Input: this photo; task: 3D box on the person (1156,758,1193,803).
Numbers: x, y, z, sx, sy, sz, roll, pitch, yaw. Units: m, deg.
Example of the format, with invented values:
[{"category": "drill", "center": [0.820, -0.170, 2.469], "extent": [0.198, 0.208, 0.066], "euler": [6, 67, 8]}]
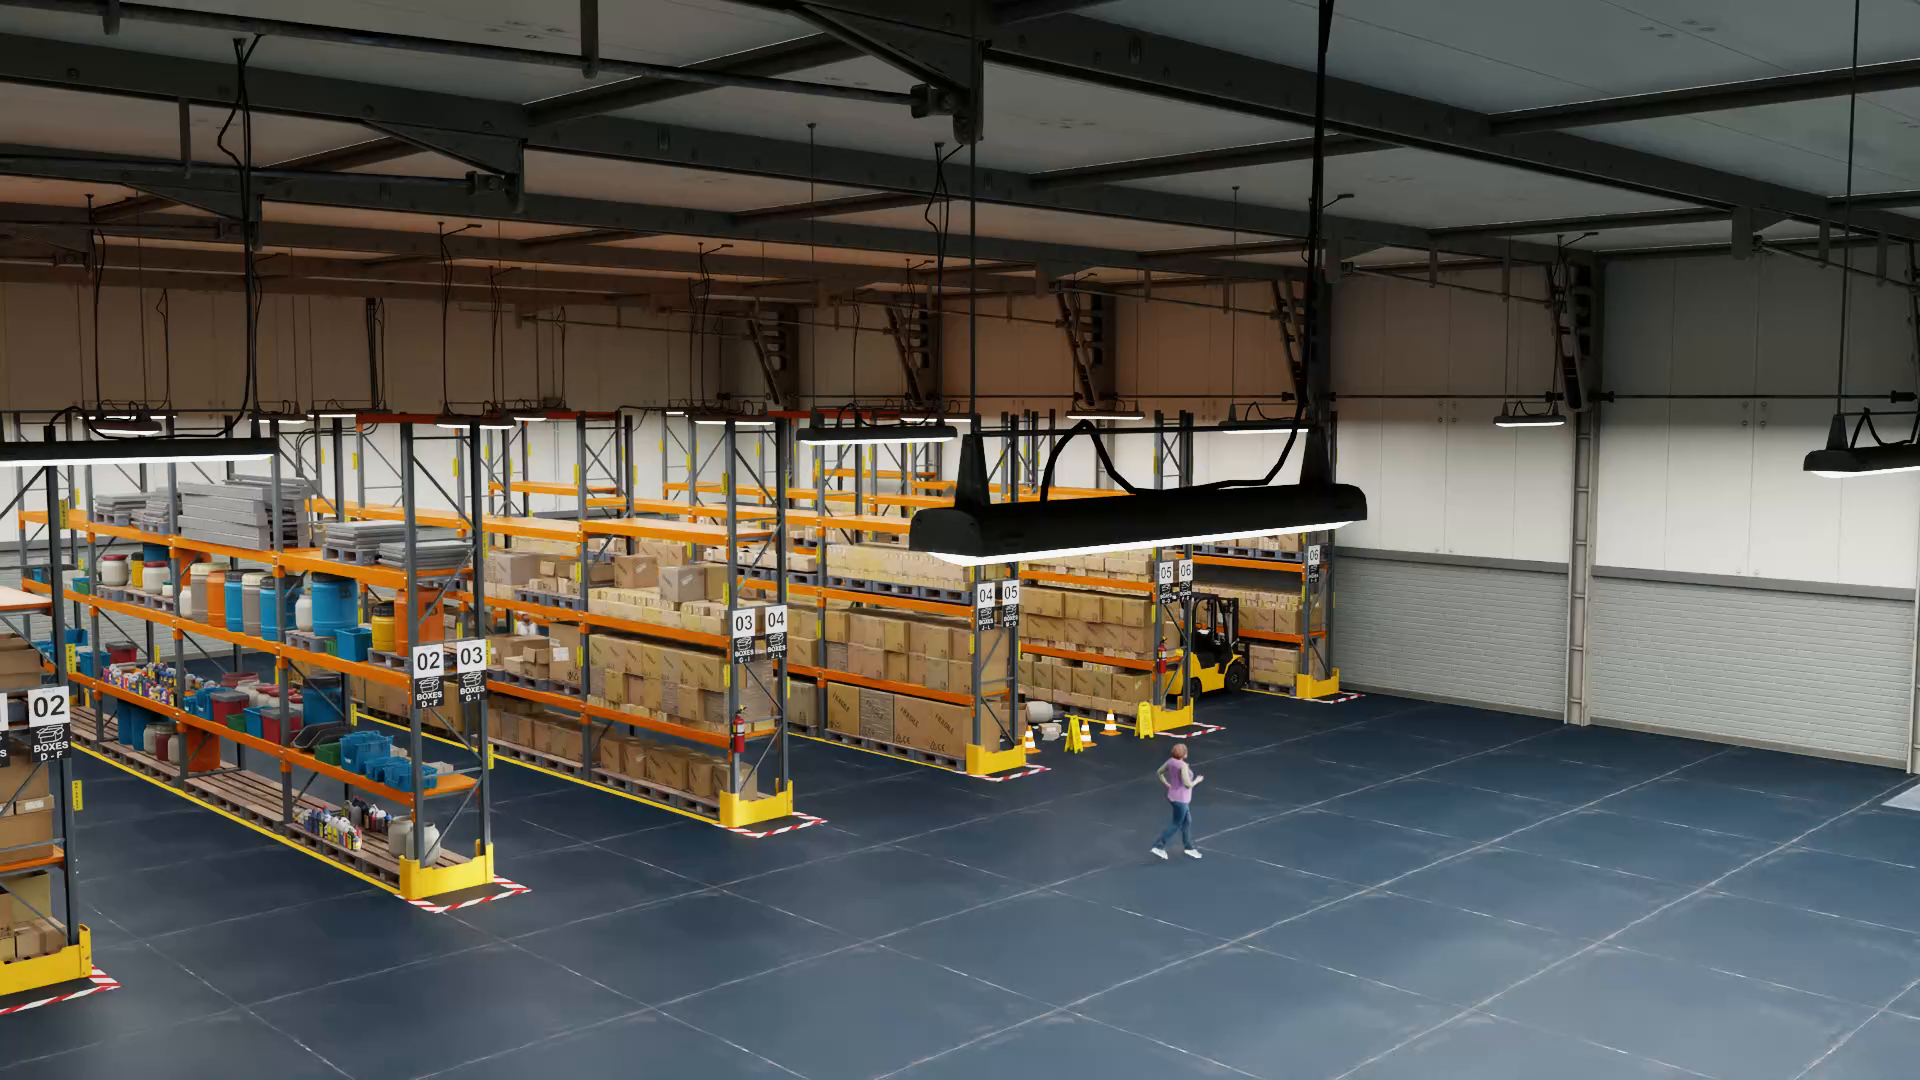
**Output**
[{"category": "person", "center": [2.936, 3.254, 22.511], "extent": [0.417, 0.571, 0.526], "euler": [-1, 5, -17]}]

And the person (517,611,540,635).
[{"category": "person", "center": [-9.323, 2.342, 35.871], "extent": [0.641, 1.740, 0.629], "euler": [-5, 7, -44]}]
